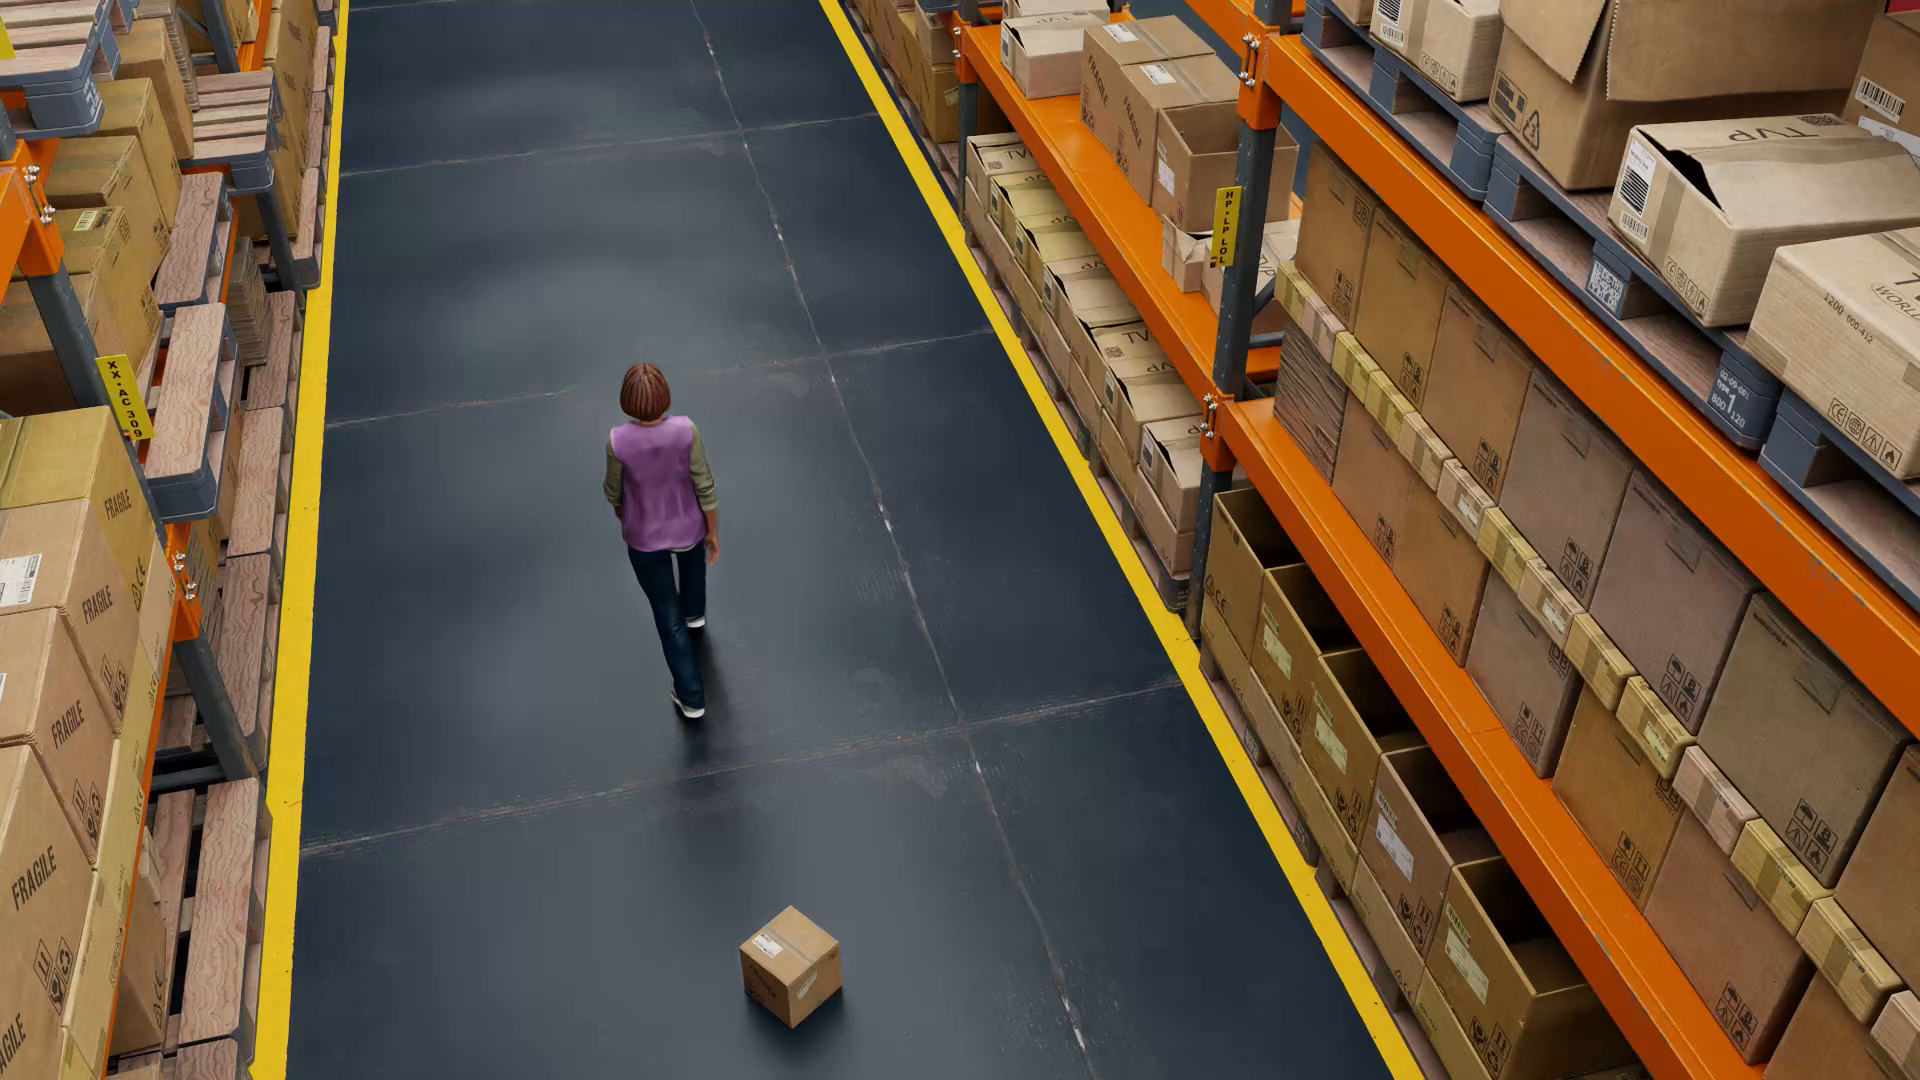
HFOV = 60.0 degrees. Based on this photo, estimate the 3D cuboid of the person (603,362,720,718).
[{"bbox_3d":[-1.213,-0.070,6.793,0.428,1.584,0.827,-12,40,-14],"label":"person"}]
